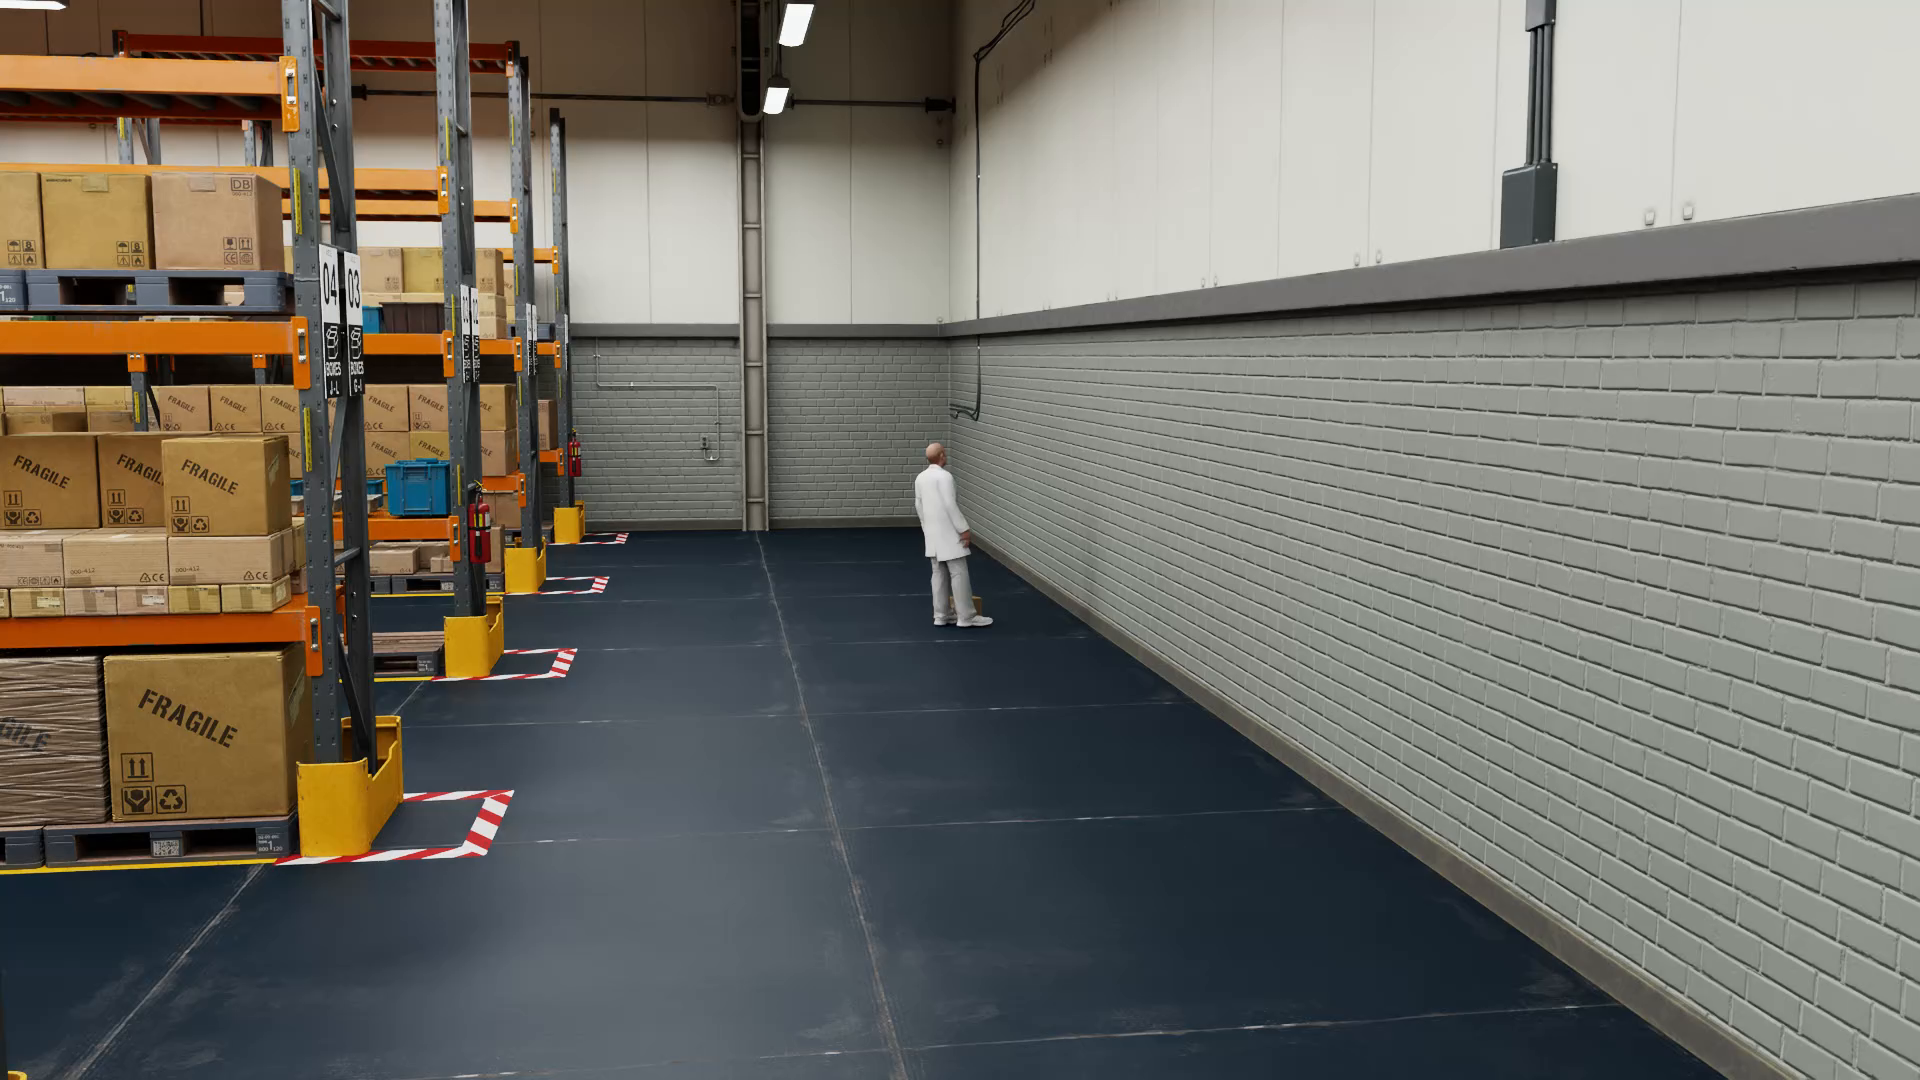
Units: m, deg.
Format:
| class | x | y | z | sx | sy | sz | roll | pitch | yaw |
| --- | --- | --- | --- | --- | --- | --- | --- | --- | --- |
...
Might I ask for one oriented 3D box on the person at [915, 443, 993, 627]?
| class | x | y | z | sx | sy | sz | roll | pitch | yaw |
| --- | --- | --- | --- | --- | --- | --- | --- | --- | --- |
| person | -0.084 | -0.060 | 16.230 | 0.580 | 1.776 | 0.698 | -5 | 8 | -37 |
